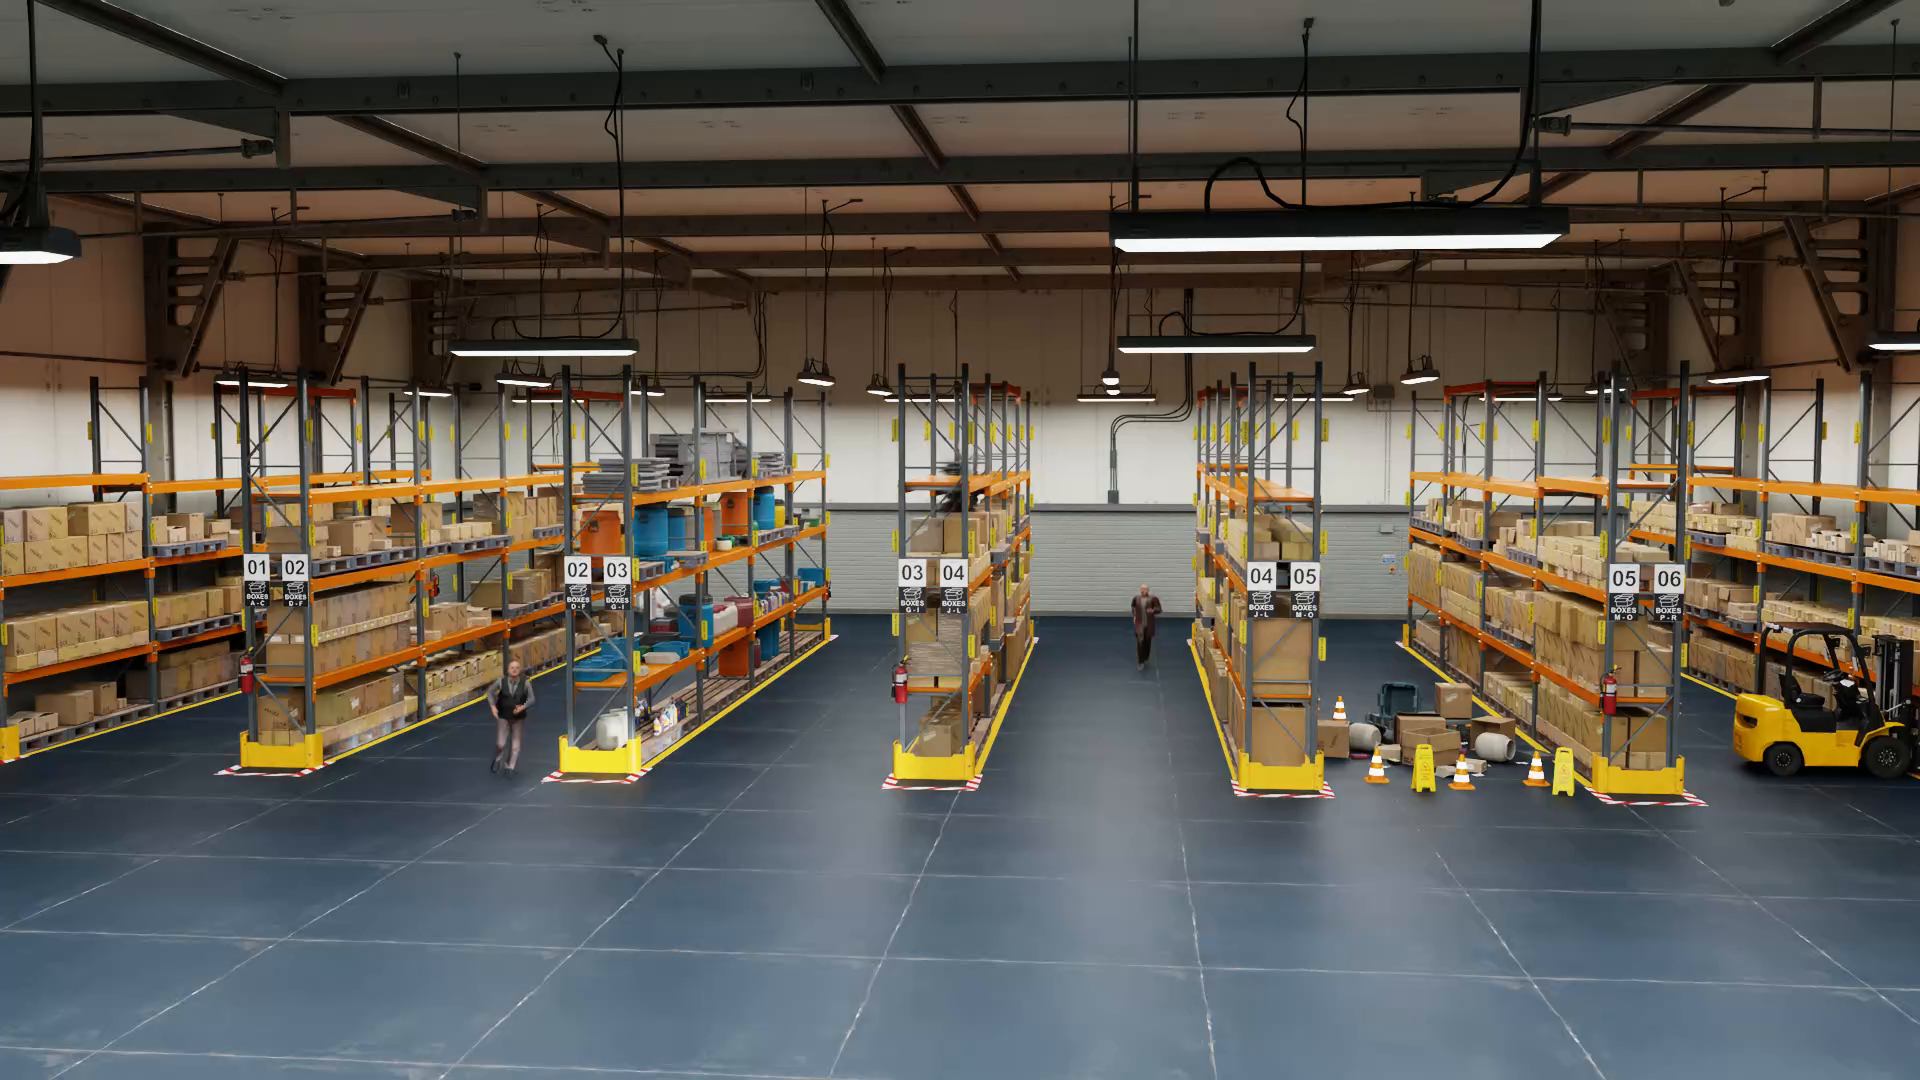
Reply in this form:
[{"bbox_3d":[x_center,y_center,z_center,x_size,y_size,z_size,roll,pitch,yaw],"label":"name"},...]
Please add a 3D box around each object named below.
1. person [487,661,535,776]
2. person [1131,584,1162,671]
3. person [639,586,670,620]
[{"bbox_3d":[-6.535,2.612,24.244,0.670,1.689,0.572,-1,4,-20],"label":"person"},{"bbox_3d":[3.968,1.844,35.417,0.674,1.835,0.925,1,4,10],"label":"person"},{"bbox_3d":[-6.858,1.717,37.338,0.711,1.790,1.049,0,4,-6],"label":"person"}]
